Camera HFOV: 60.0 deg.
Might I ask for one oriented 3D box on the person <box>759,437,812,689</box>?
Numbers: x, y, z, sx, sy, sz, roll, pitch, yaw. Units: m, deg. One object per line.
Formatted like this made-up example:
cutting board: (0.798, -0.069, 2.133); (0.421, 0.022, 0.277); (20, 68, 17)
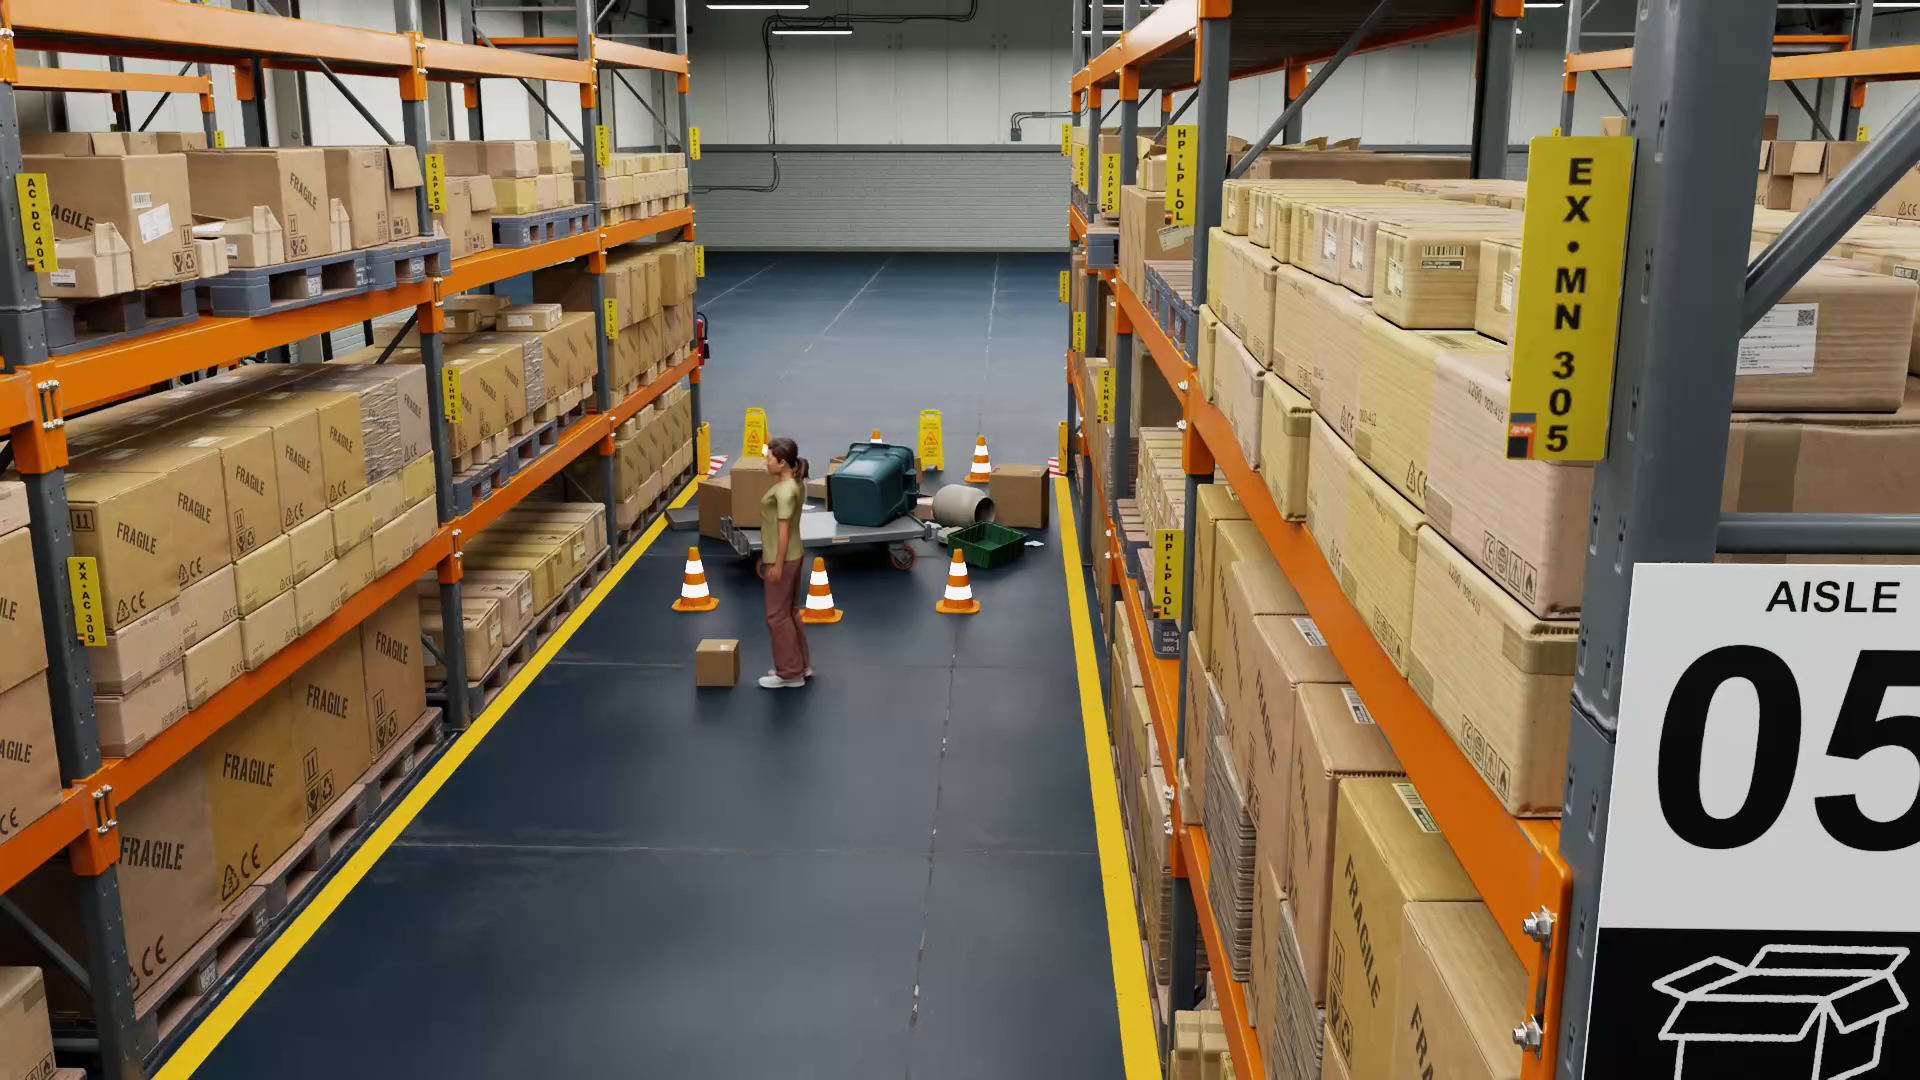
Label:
person: (-1.150, 0.151, 10.941); (0.365, 1.684, 0.442); (1, 14, 3)
